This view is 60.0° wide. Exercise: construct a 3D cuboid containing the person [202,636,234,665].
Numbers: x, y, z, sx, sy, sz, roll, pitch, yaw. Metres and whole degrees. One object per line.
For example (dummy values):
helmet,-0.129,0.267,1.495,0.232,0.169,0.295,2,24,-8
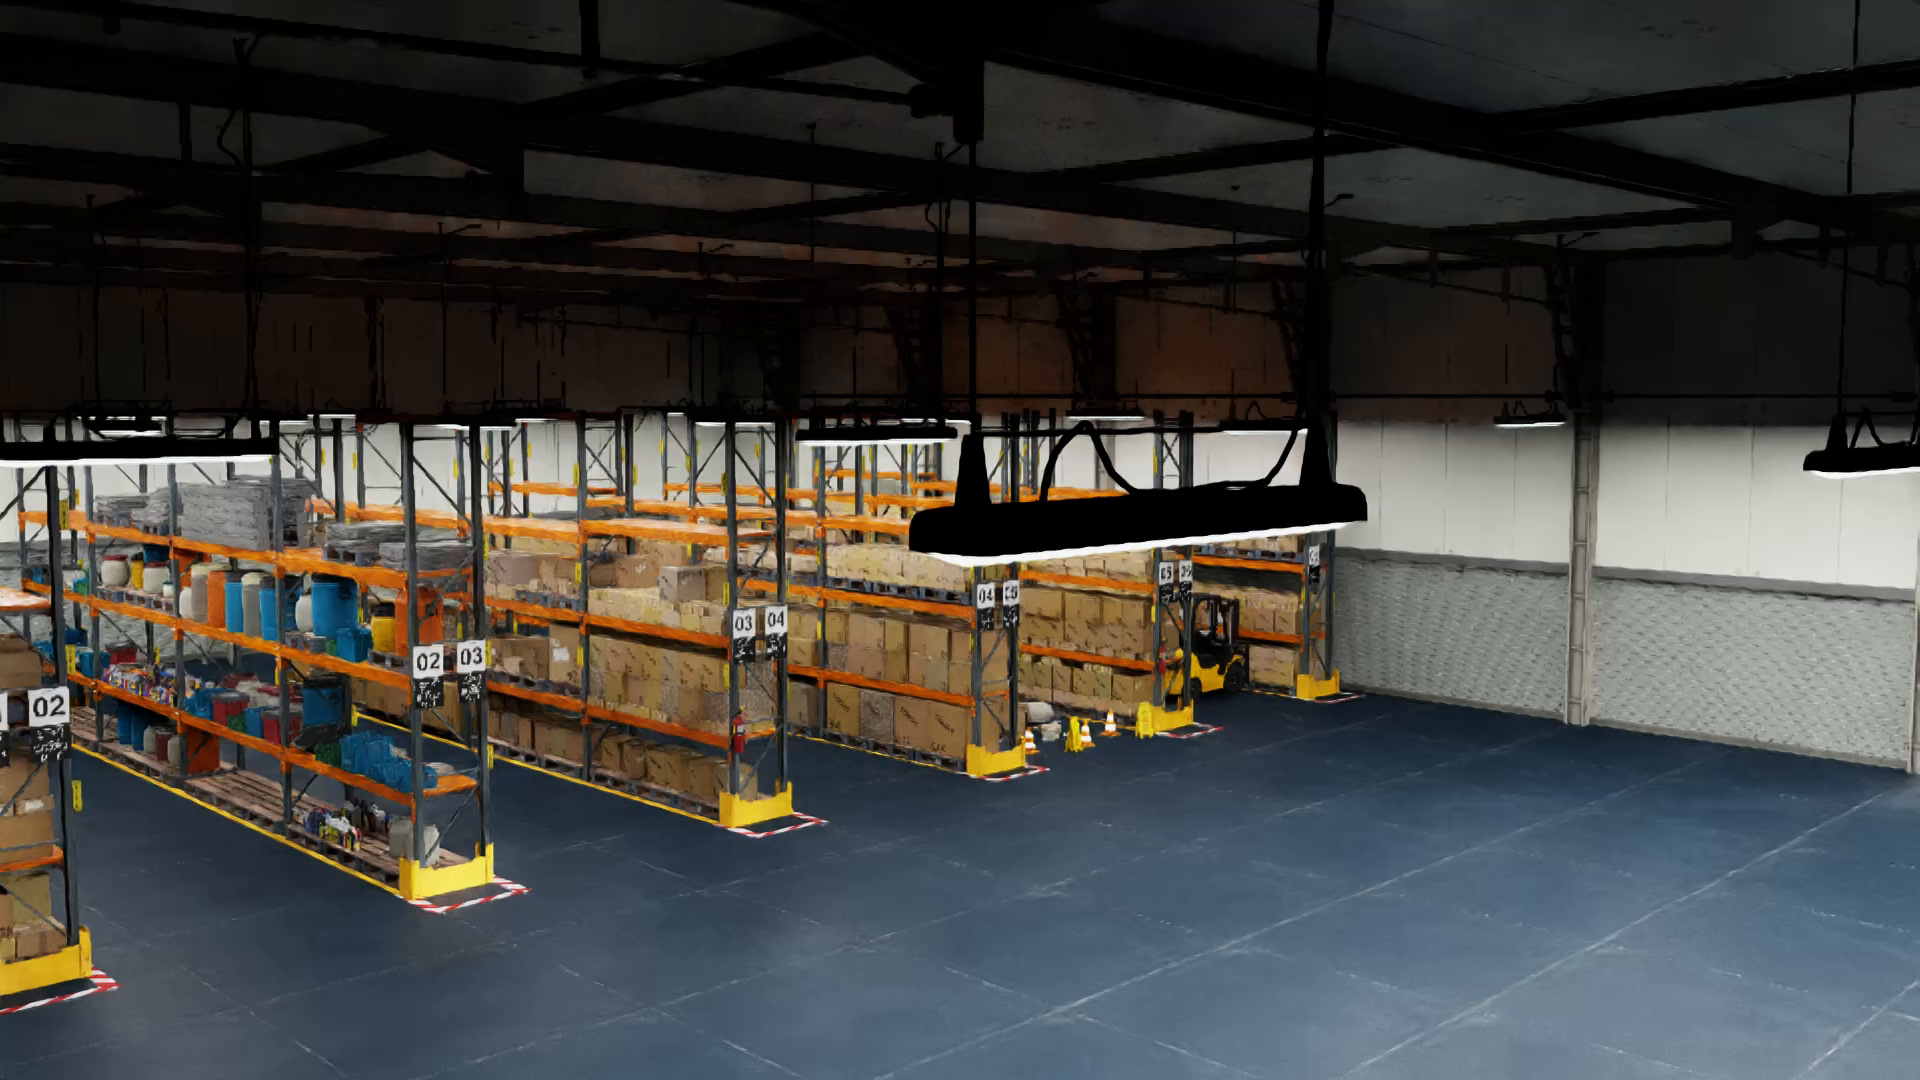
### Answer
person,-17.418,2.131,39.070,0.815,1.608,0.625,3,6,27
